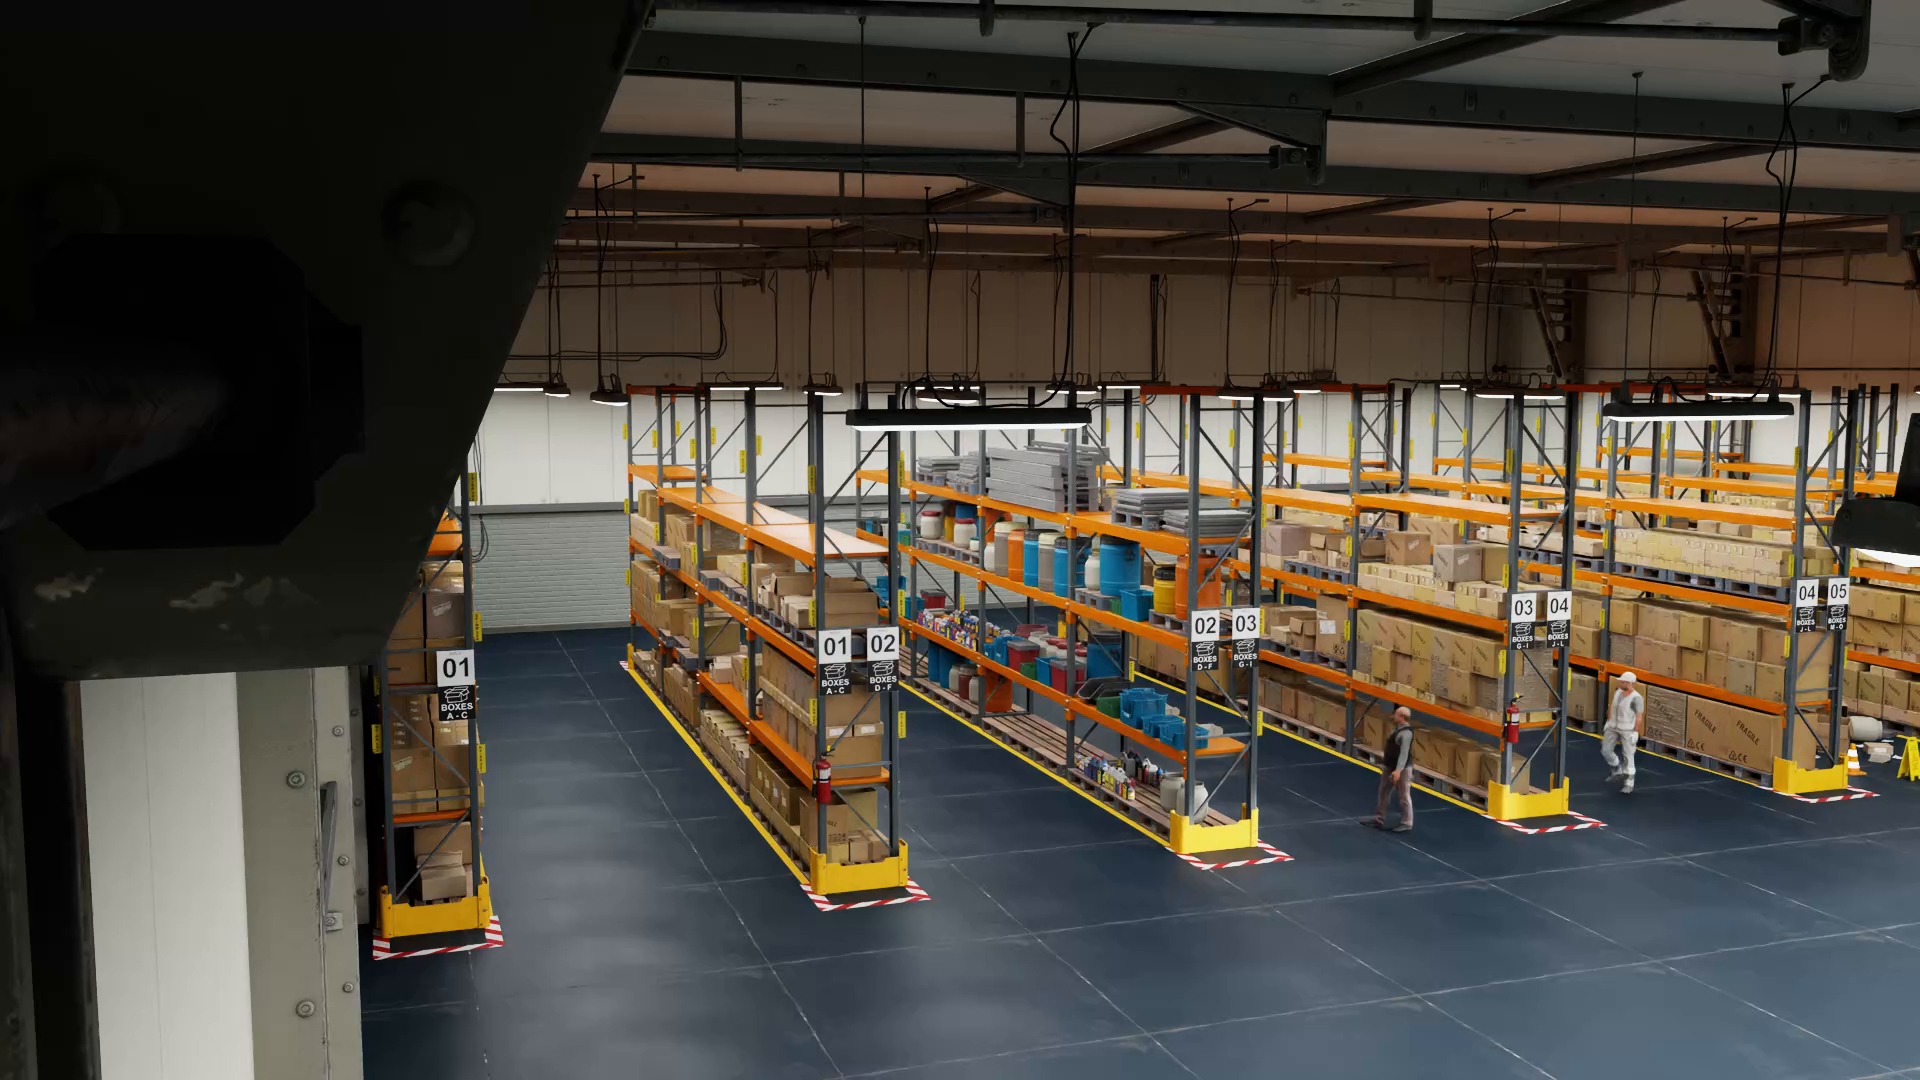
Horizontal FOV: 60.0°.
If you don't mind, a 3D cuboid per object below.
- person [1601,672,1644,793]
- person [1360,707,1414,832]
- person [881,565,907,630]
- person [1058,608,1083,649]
[{"bbox_3d":[9.945,2.854,24.978,0.523,1.789,0.623,-4,7,-37],"label":"person"},{"bbox_3d":[5.900,3.227,22.764,0.628,1.531,0.567,-2,6,-18],"label":"person"},{"bbox_3d":[-1.599,1.374,39.565,0.622,1.756,1.050,4,7,31],"label":"person"},{"bbox_3d":[2.307,1.614,35.610,0.636,1.769,0.608,-3,6,-24],"label":"person"}]
